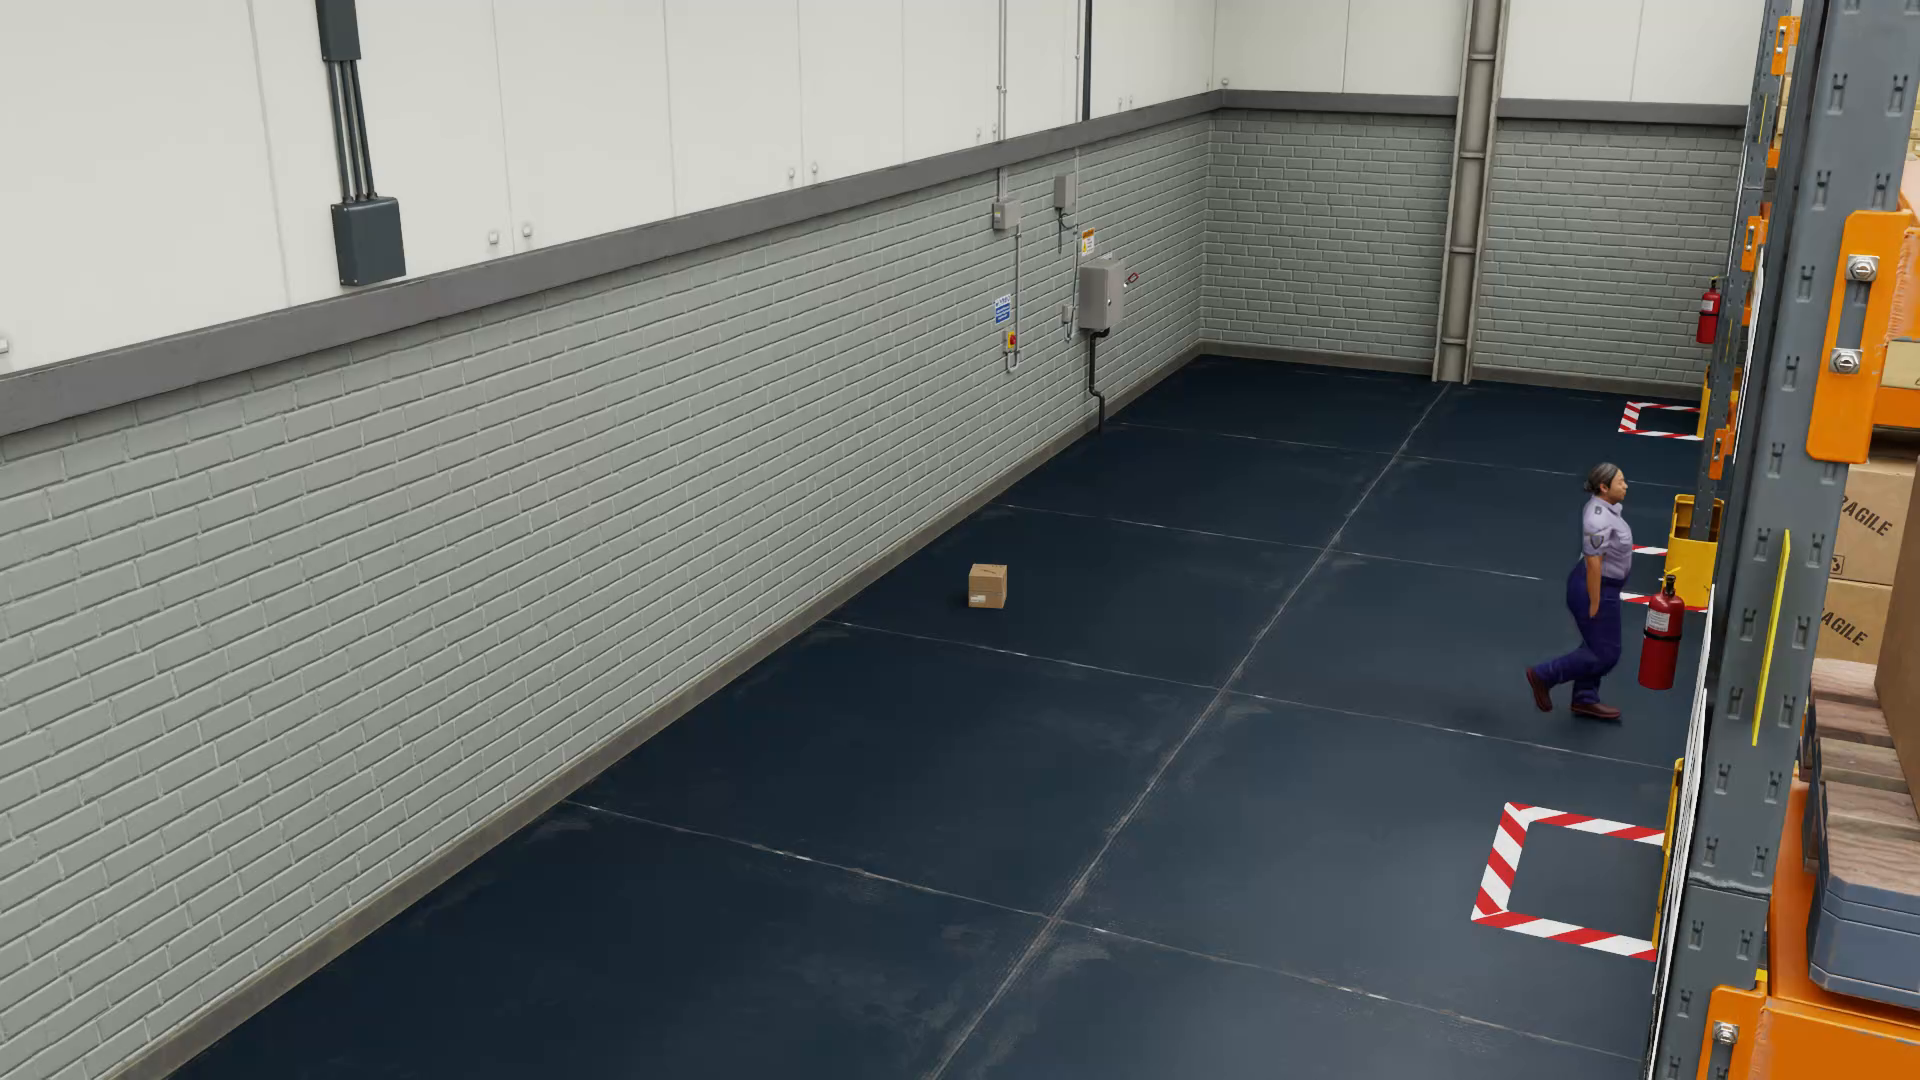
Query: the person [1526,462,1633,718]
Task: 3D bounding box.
[{"bbox_3d":[3.811,0.319,10.107,0.577,1.635,0.474,8,21,21],"label":"person"}]
